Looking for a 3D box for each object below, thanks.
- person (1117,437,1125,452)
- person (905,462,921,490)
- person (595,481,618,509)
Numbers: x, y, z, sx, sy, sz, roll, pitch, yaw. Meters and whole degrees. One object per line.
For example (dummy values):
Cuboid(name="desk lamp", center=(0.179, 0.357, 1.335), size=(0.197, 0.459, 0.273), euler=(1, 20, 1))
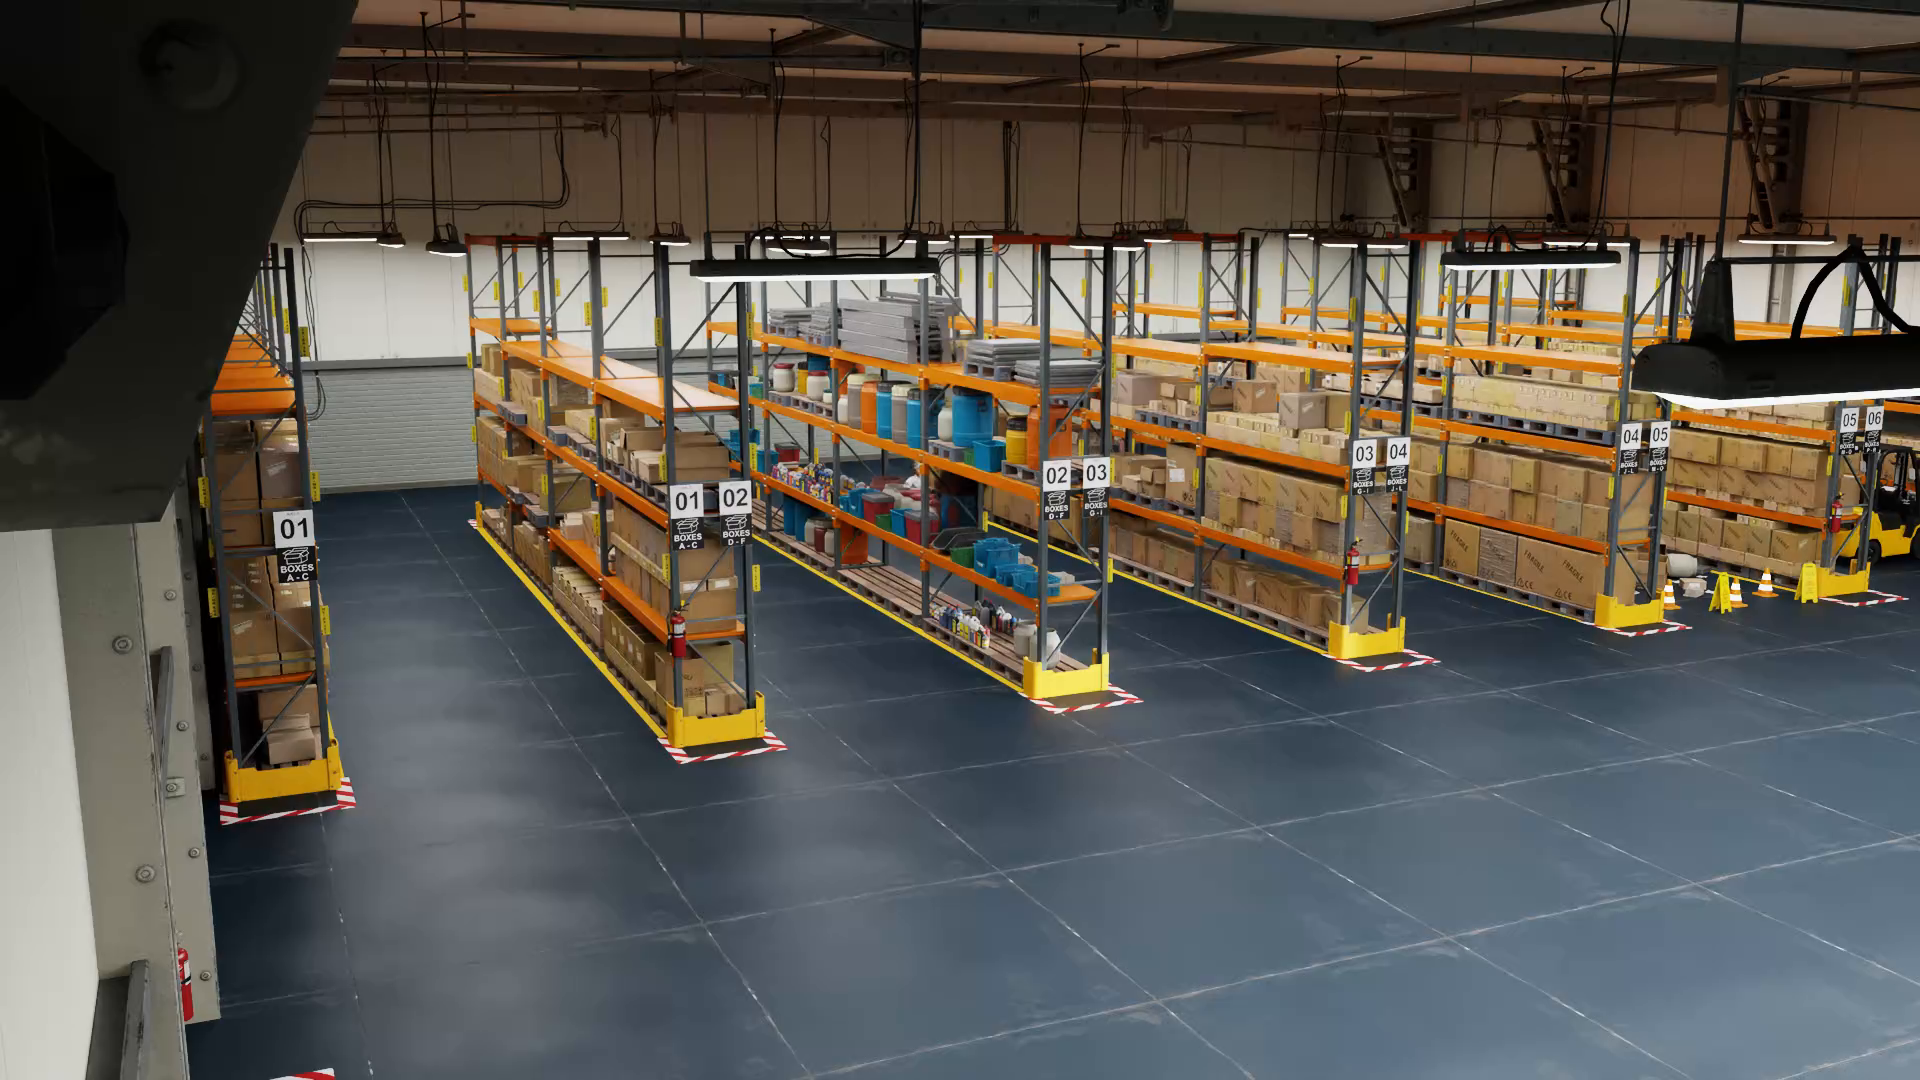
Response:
Cuboid(name="person", center=(4.108, -2.533, 41.713), size=(0.955, 1.667, 0.577), euler=(-9, 14, -38))
Cuboid(name="person", center=(-0.851, -0.703, 32.505), size=(0.597, 1.690, 0.976), euler=(-6, 13, -30))
Cuboid(name="person", center=(-7.378, -1.119, 34.544), size=(0.672, 1.699, 0.845), euler=(-8, 13, -35))
